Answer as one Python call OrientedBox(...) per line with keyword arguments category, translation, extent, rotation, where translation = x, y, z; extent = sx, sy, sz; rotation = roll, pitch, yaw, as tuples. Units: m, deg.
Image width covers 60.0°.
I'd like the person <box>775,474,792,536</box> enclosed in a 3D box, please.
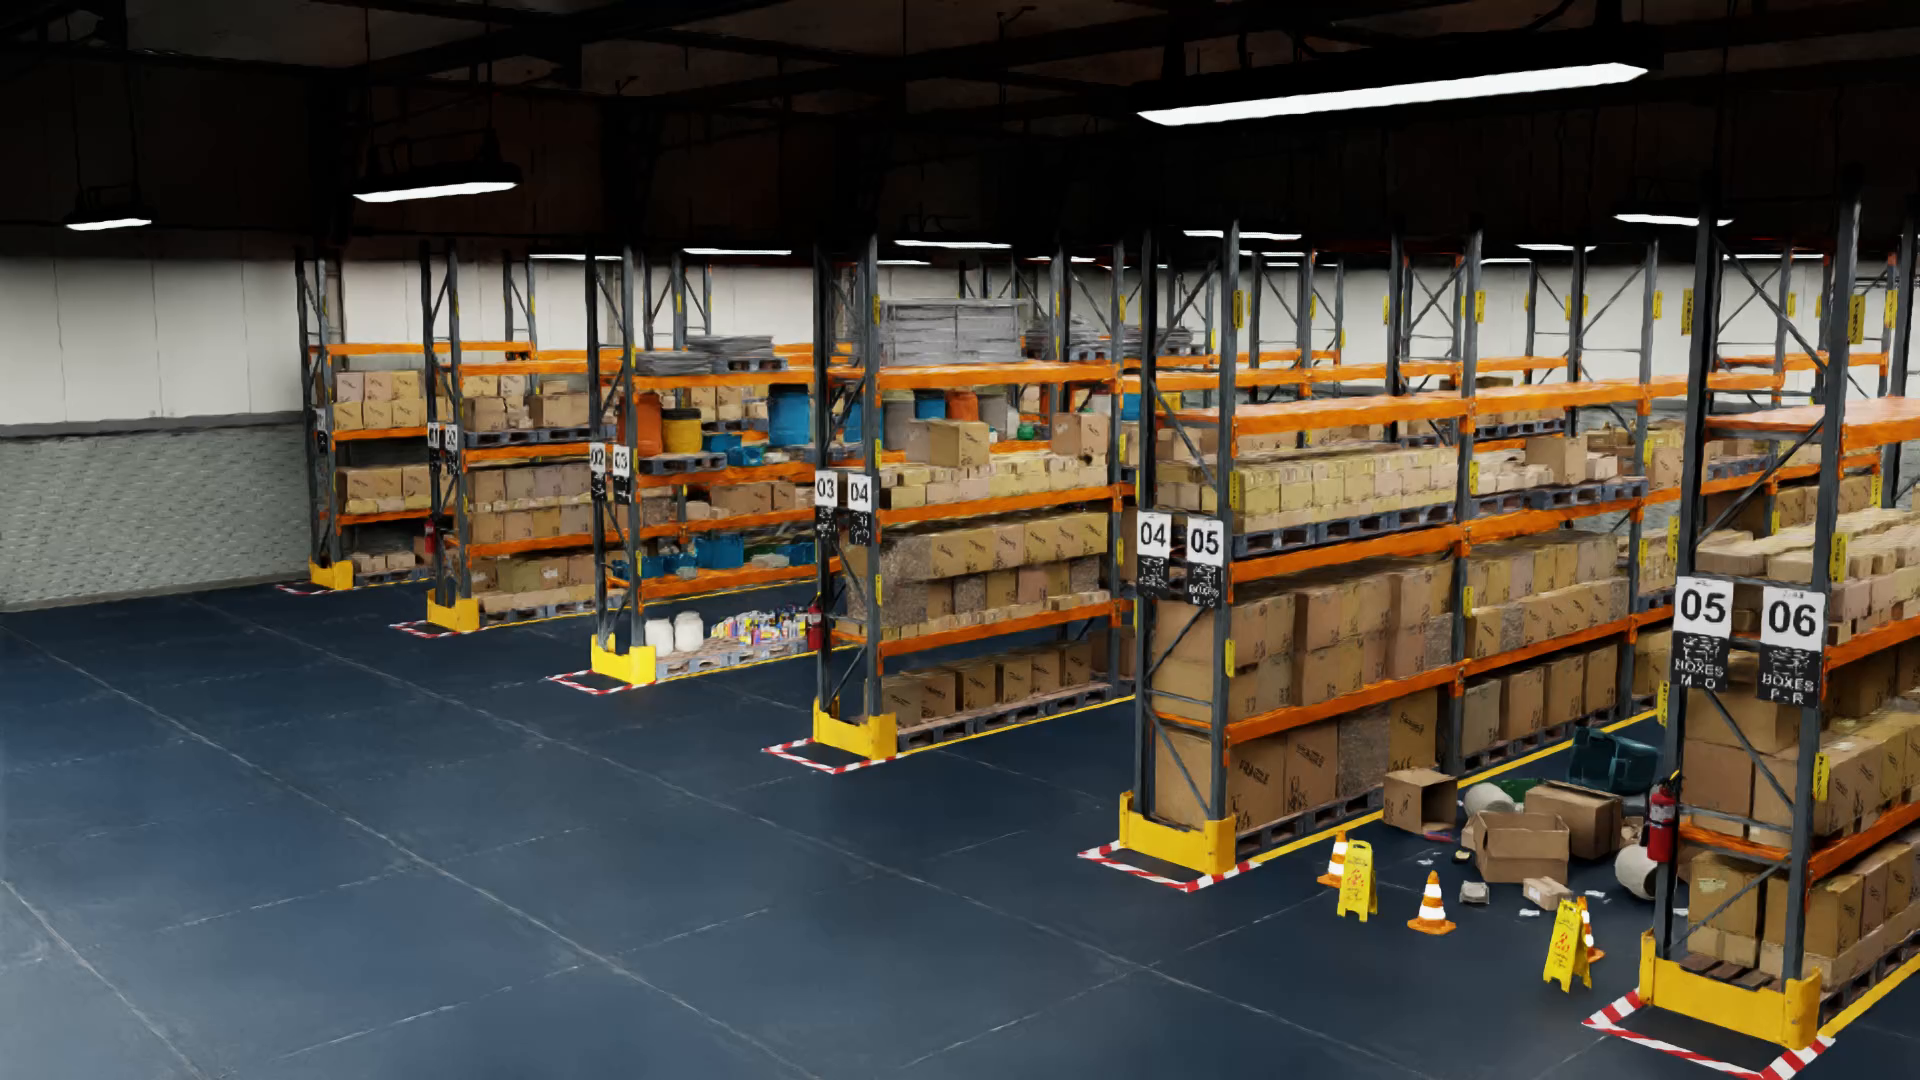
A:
OrientedBox(category="person", translation=(-3.612, -0.678, 34.247), extent=(0.435, 1.671, 0.492), rotation=(3, 9, 22))
